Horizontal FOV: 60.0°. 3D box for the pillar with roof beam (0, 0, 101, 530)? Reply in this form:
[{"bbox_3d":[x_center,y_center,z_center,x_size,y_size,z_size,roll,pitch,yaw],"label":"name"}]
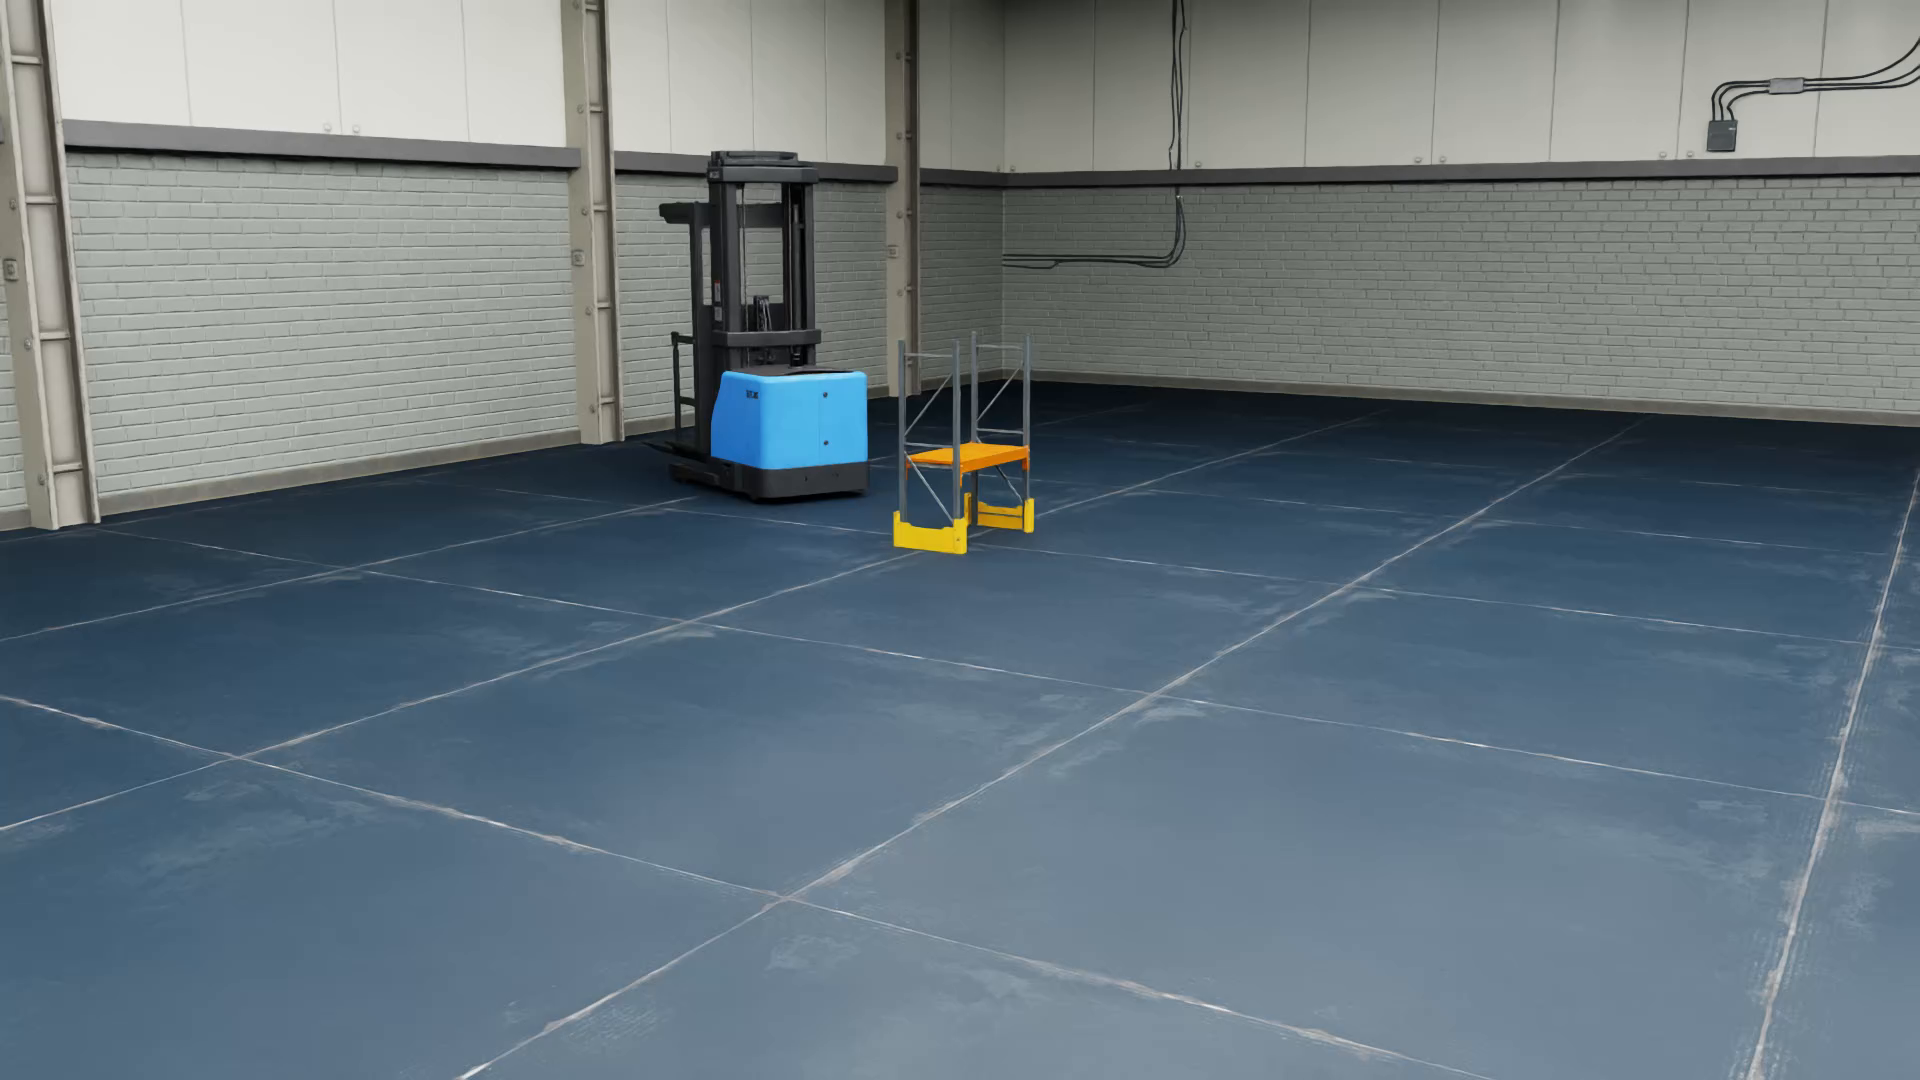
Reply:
[{"bbox_3d":[-3.326,-4.135,10.000,9.100,9.000,0.400,6,12,31],"label":"pillar with roof beam"}]

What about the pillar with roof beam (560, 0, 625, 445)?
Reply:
[{"bbox_3d":[-0.211,-5.078,15.040,9.100,9.000,0.400,6,12,31],"label":"pillar with roof beam"}]

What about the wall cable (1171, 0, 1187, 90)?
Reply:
[{"bbox_3d":[4.197,-7.468,22.518,3.097,2.526,0.112,6,12,31],"label":"wall cable"}]

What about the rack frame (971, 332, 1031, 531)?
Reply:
[{"bbox_3d":[0.308,-0.831,12.729,0.500,1.500,0.032,6,12,31],"label":"rack frame"}]

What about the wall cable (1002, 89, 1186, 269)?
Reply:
[{"bbox_3d":[1.885,-5.244,24.363,3.097,2.526,0.112,6,12,31],"label":"wall cable"}]

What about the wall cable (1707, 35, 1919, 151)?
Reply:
[{"bbox_3d":[9.990,-7.532,18.907,2.305,6.003,0.169,6,12,31],"label":"wall cable"}]

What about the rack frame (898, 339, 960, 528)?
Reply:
[{"bbox_3d":[-0.220,-0.671,11.875,0.500,1.500,0.032,6,12,31],"label":"rack frame"}]

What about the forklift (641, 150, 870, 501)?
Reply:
[{"bbox_3d":[-2.016,-1.996,15.067,1.130,2.935,3.031,-7,13,-33],"label":"forklift"}]

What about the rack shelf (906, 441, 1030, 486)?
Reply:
[{"bbox_3d":[0.044,-0.574,12.335,0.538,0.185,1.000,6,12,31],"label":"rack shelf"}]

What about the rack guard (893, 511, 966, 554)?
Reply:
[{"bbox_3d":[-0.219,-0.057,11.991,0.587,0.250,0.087,6,12,31],"label":"rack guard"}]

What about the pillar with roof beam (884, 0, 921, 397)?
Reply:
[{"bbox_3d":[2.904,-6.022,20.081,9.100,9.000,0.400,6,12,31],"label":"pillar with roof beam"}]

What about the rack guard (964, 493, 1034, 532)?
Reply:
[{"bbox_3d":[0.298,-0.213,12.828,0.587,0.250,0.087,6,12,31],"label":"rack guard"}]

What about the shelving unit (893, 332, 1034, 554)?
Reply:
[{"bbox_3d":[0.040,-0.749,12.295,0.587,1.500,1.083,6,12,31],"label":"shelving unit"}]
